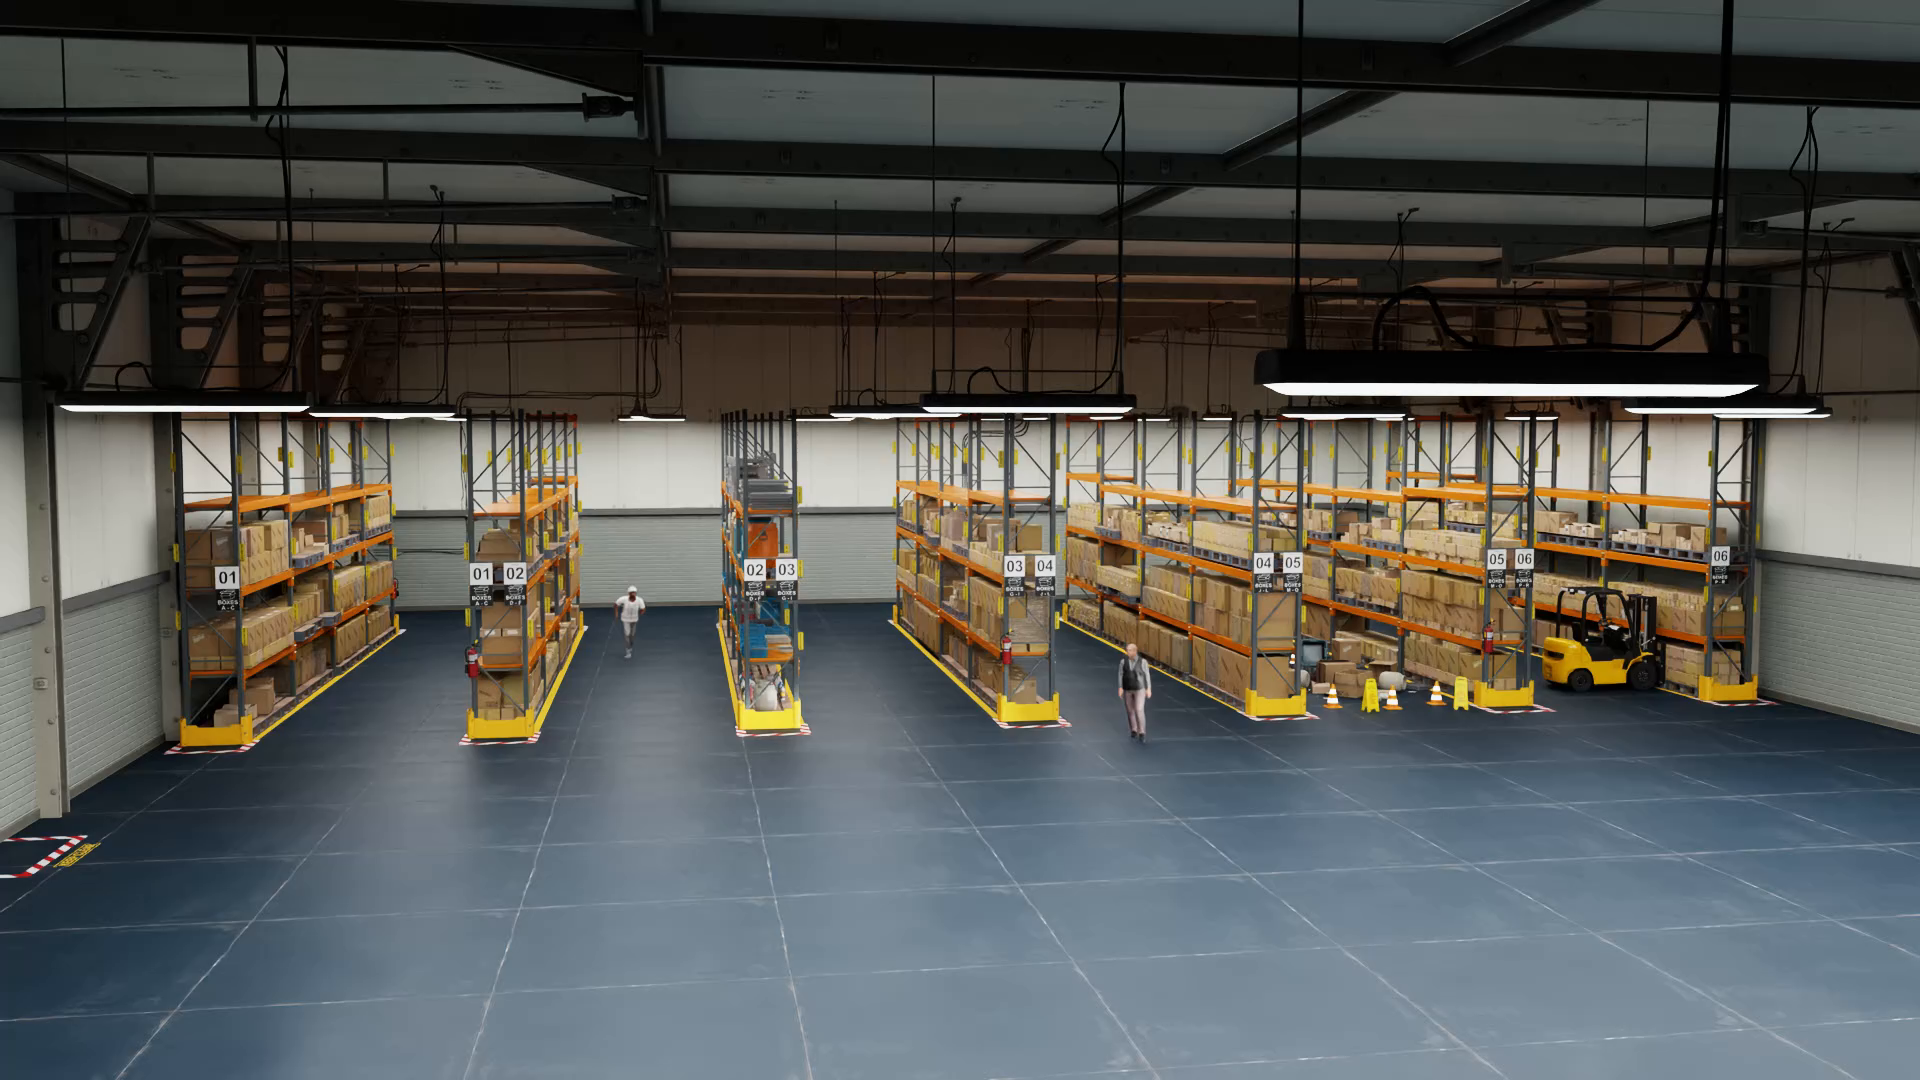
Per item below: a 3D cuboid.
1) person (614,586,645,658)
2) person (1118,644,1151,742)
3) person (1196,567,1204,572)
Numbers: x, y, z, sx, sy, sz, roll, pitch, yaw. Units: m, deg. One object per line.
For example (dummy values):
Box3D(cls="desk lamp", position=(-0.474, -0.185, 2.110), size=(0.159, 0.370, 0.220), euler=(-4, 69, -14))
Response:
Box3D(cls="person", position=(-8.145, 2.008, 41.012), size=(0.742, 1.760, 0.937), euler=(-2, 4, -22))
Box3D(cls="person", position=(3.149, 2.763, 30.168), size=(0.648, 1.712, 0.708), euler=(2, 4, 23))
Box3D(cls="person", position=(6.689, 1.621, 46.061), size=(0.539, 1.779, 0.638), euler=(4, 5, 42))
